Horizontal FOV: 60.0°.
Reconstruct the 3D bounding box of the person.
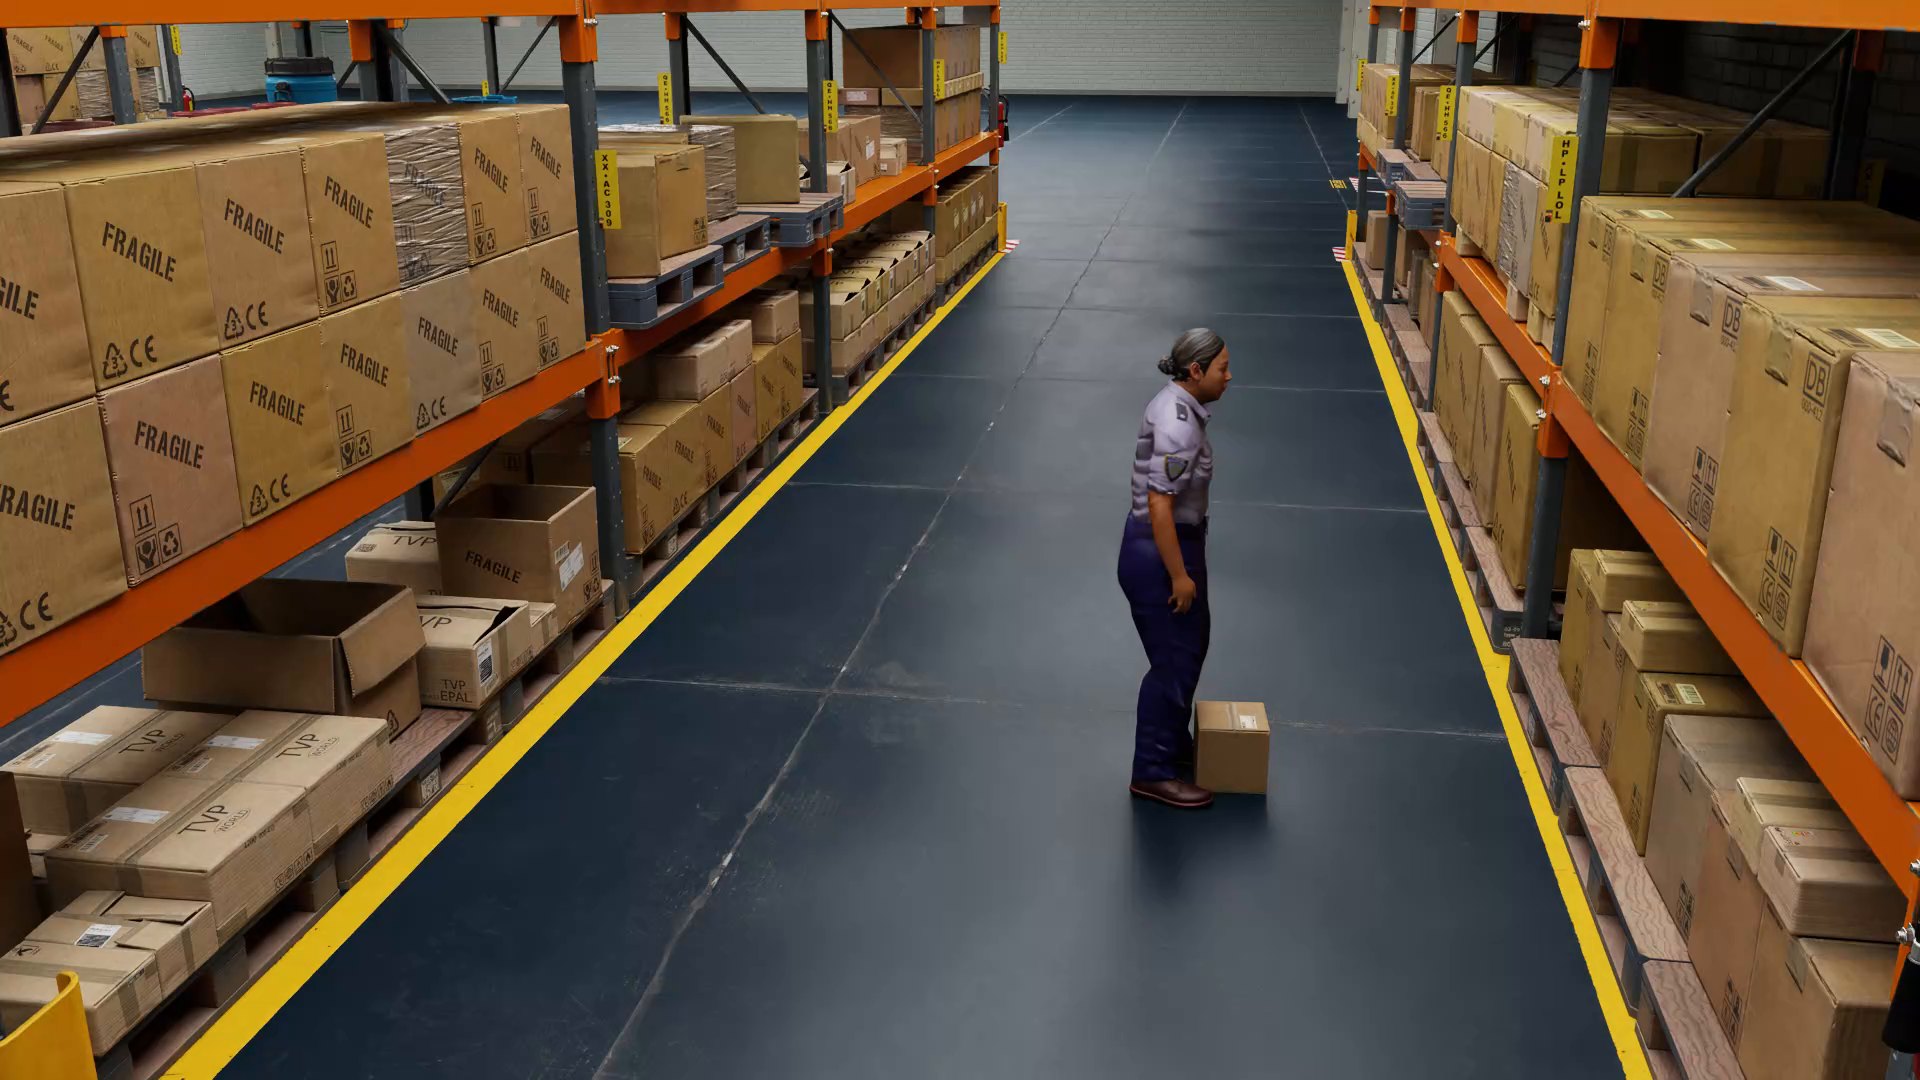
[{"bbox_3d":[0.765,0.076,5.833,0.412,1.652,0.539,3,18,9],"label":"person"}]
